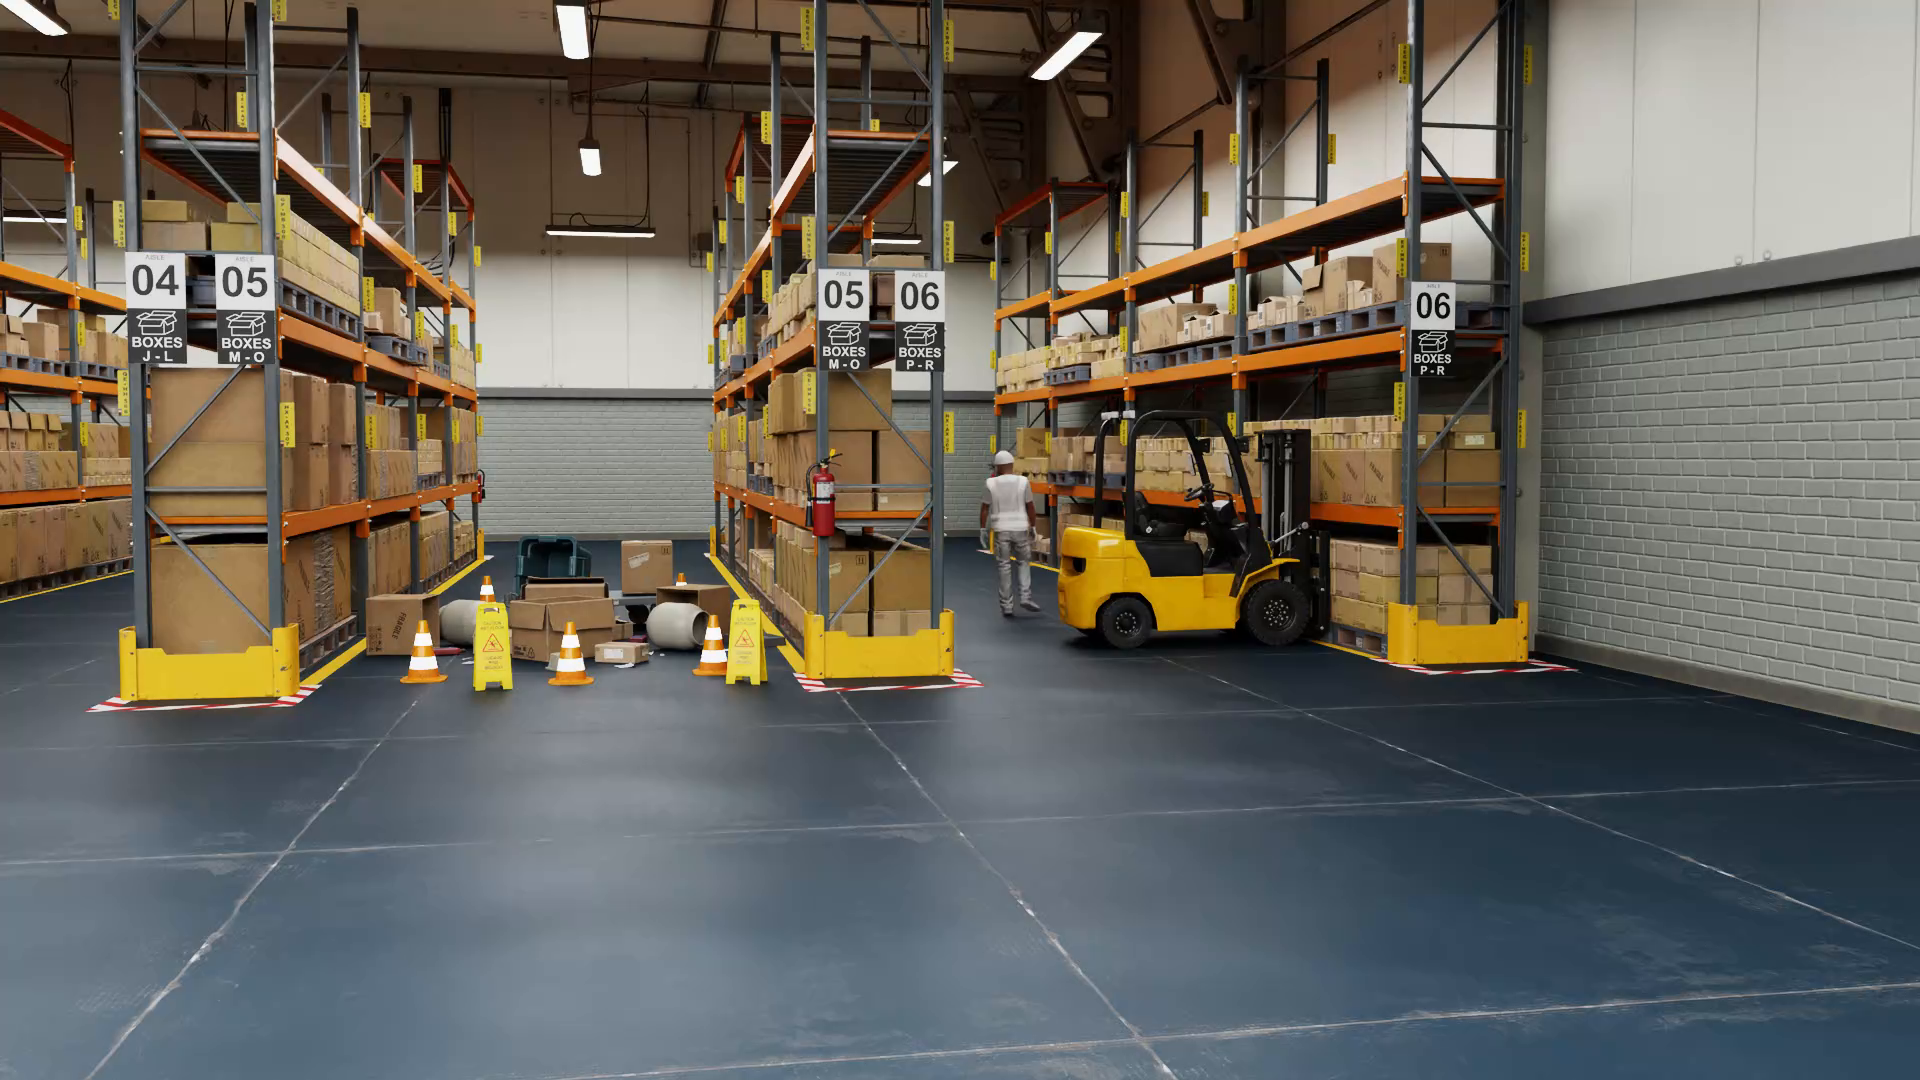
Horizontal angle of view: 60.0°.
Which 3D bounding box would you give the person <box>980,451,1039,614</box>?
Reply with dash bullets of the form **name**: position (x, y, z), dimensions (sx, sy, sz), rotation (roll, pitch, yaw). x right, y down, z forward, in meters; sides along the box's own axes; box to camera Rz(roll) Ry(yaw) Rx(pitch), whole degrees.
- **person**: position (0.546, -0.090, 18.244), dimensions (0.666, 1.769, 0.452), rotation (0, 3, -3)
